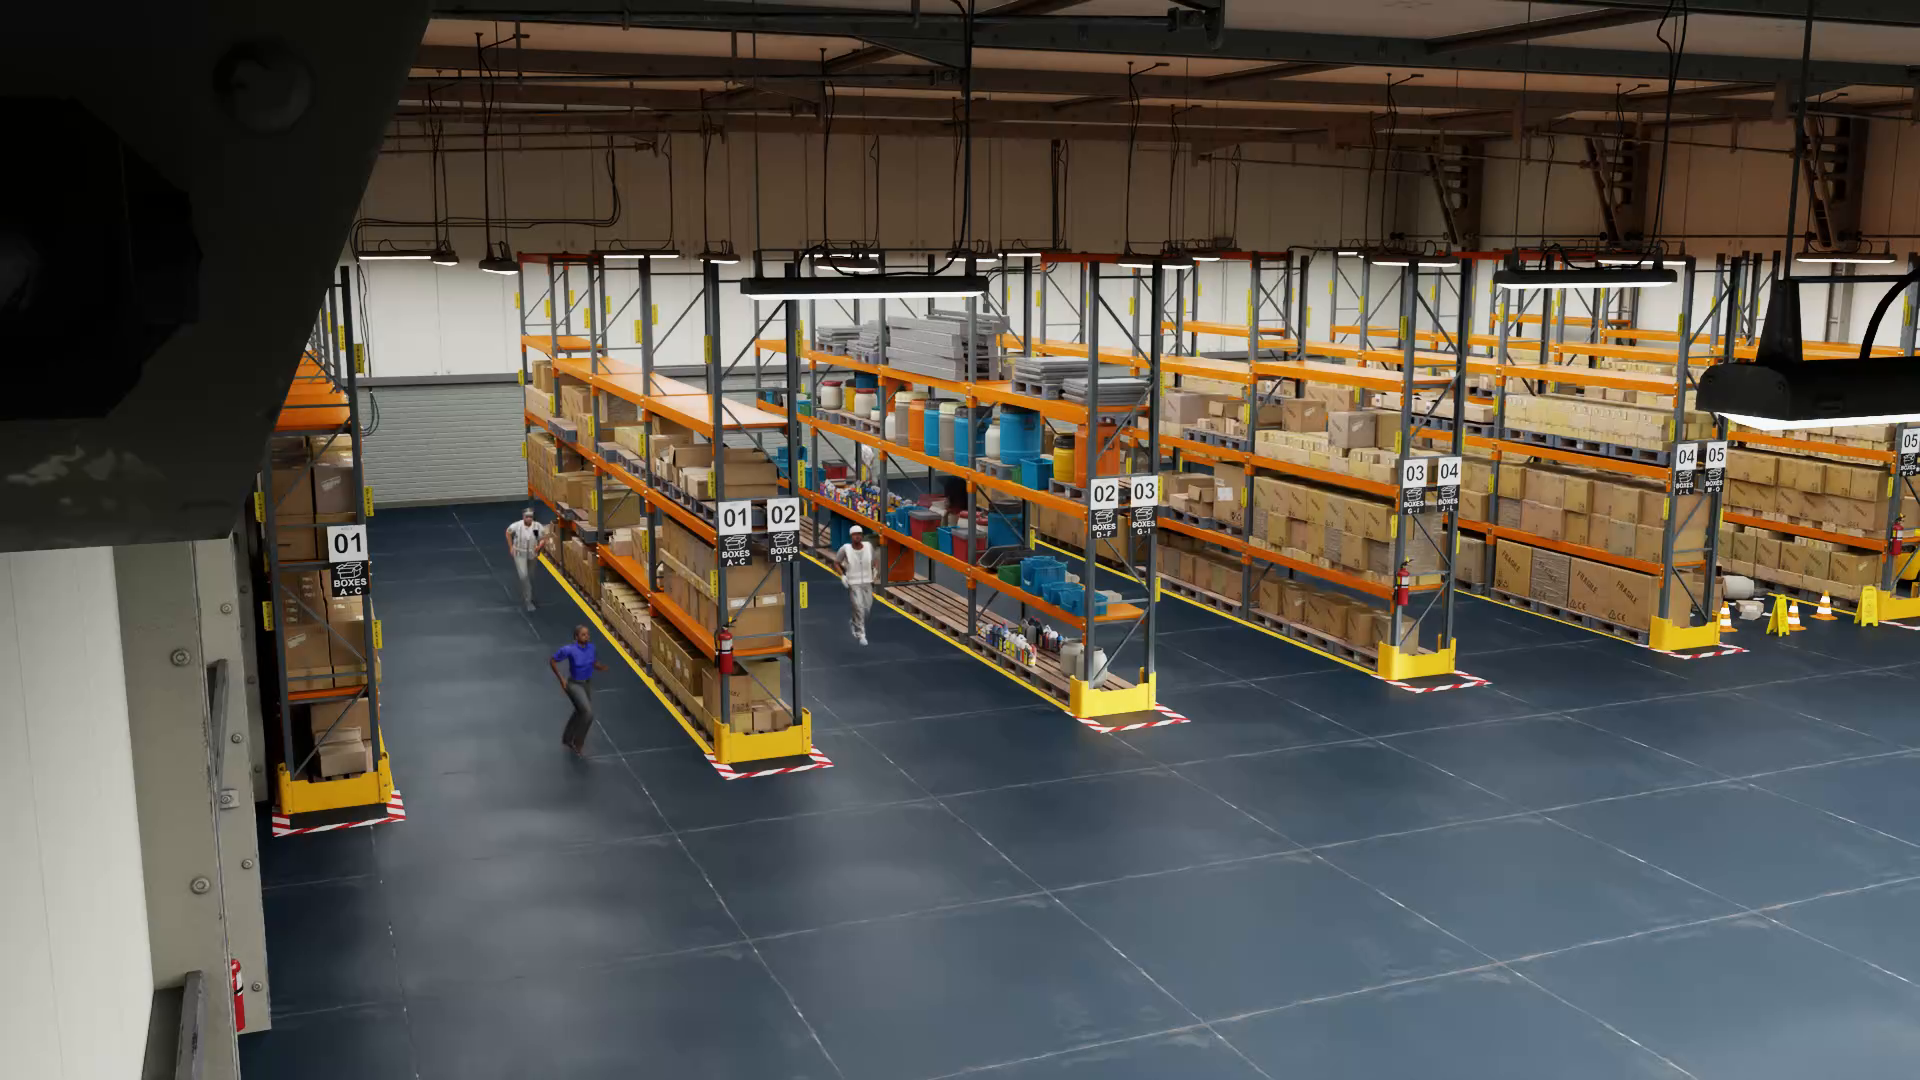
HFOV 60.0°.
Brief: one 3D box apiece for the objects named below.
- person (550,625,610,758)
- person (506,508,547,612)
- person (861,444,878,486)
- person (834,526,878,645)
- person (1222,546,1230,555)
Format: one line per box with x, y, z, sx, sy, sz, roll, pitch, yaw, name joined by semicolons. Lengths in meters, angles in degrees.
-4.653;1.858;20.422;0.761;1.690;0.576;7;12;32;person
-7.458;0.289;28.646;0.664;1.787;0.962;-5;11;-24;person
-2.301;-1.703;39.891;0.671;1.696;0.809;2;11;11;person
-1.535;0.657;24.987;0.657;1.777;0.676;-5;11;-24;person
5.245;-0.368;32.425;0.659;1.680;0.578;-4;11;-23;person
